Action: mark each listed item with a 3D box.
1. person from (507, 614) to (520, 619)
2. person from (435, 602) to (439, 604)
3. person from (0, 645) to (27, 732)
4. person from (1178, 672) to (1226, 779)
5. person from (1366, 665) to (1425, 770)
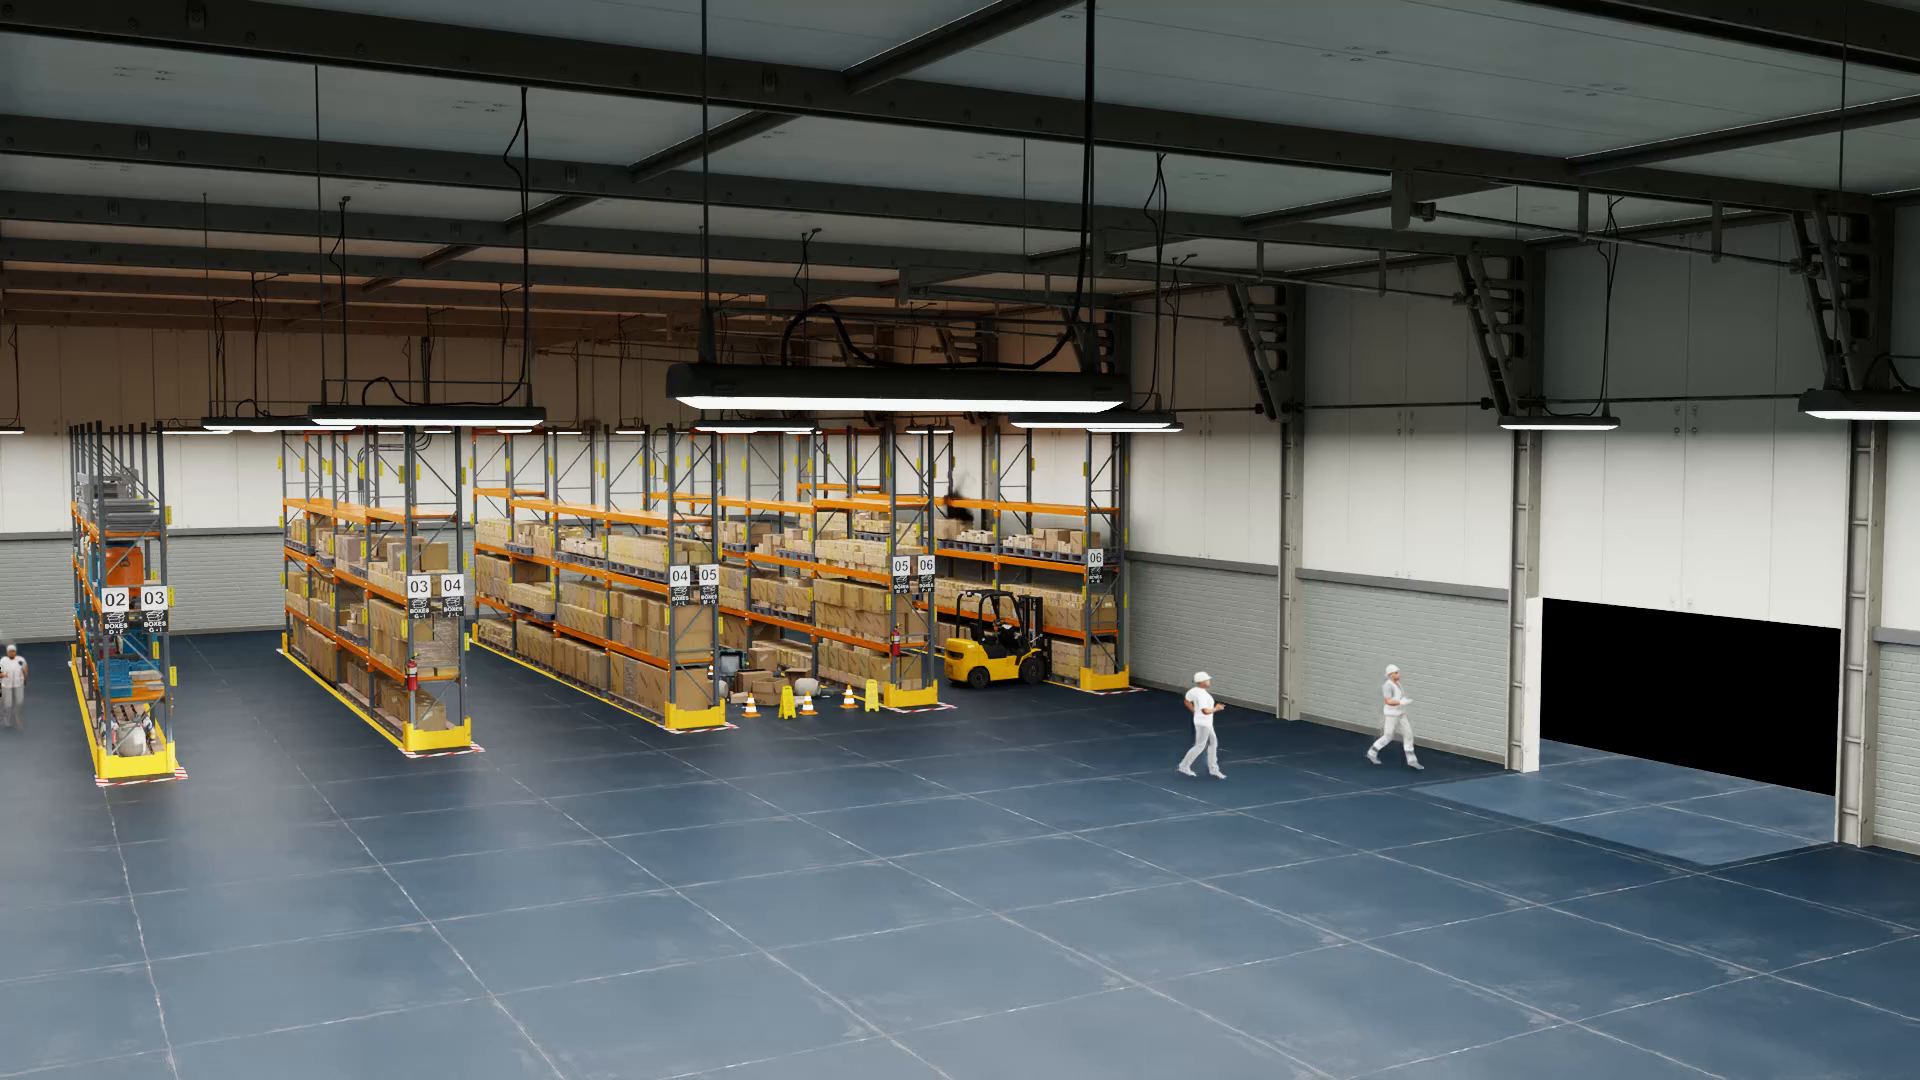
[{"bbox_3d":[-12.900,1.915,48.386,0.590,1.625,0.590,-2,4,-28],"label":"person"},{"bbox_3d":[-14.867,2.086,46.206,0.687,1.562,0.508,1,4,19],"label":"person"},{"bbox_3d":[-18.544,2.876,32.523,0.568,1.684,0.901,-3,4,-35],"label":"person"},{"bbox_3d":[4.058,3.105,27.781,0.815,1.810,0.682,0,4,4],"label":"person"},{"bbox_3d":[7.536,3.037,28.730,0.992,1.775,0.670,3,5,40],"label":"person"}]
